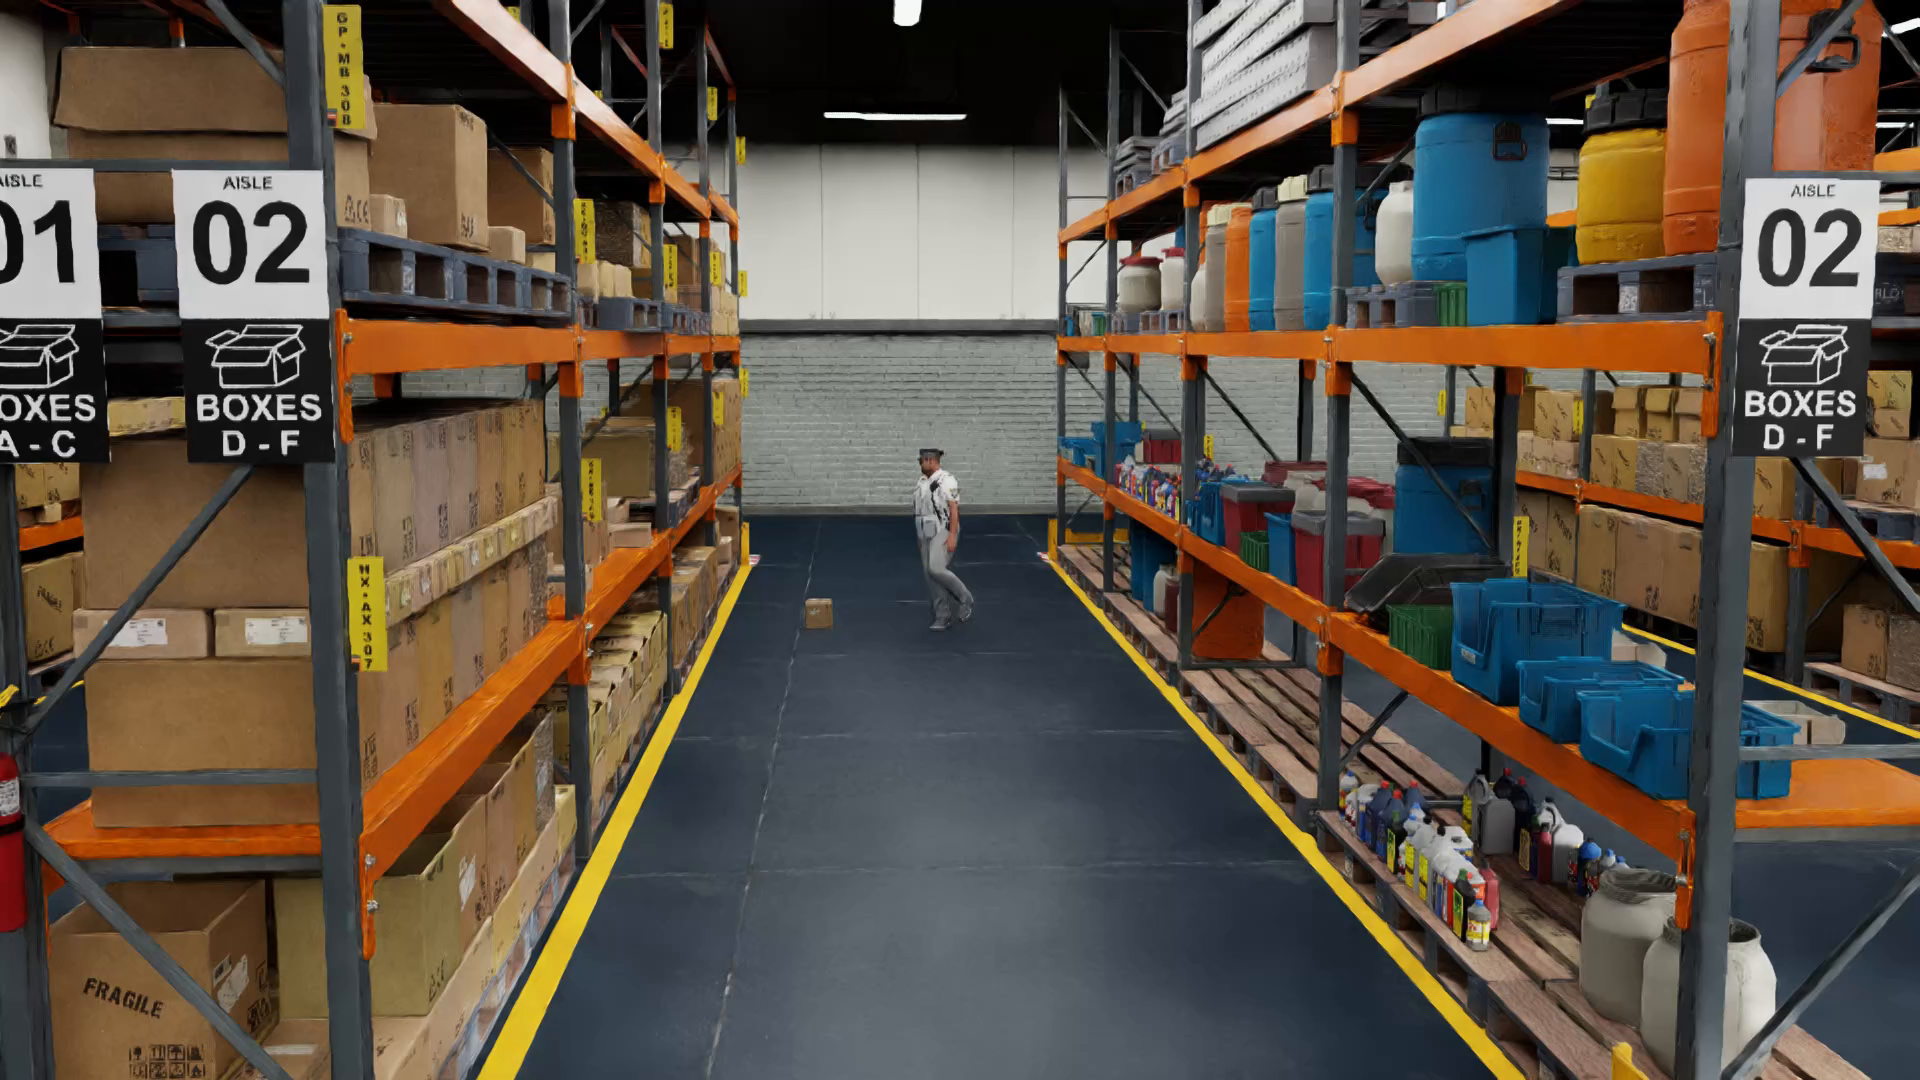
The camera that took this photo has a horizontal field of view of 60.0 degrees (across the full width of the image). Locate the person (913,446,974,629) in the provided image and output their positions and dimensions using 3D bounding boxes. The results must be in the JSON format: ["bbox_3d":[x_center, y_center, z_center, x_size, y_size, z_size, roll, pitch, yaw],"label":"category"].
[{"bbox_3d":[-0.222,-0.024,16.007,0.682,1.737,0.481,7,9,44],"label":"person"}]
